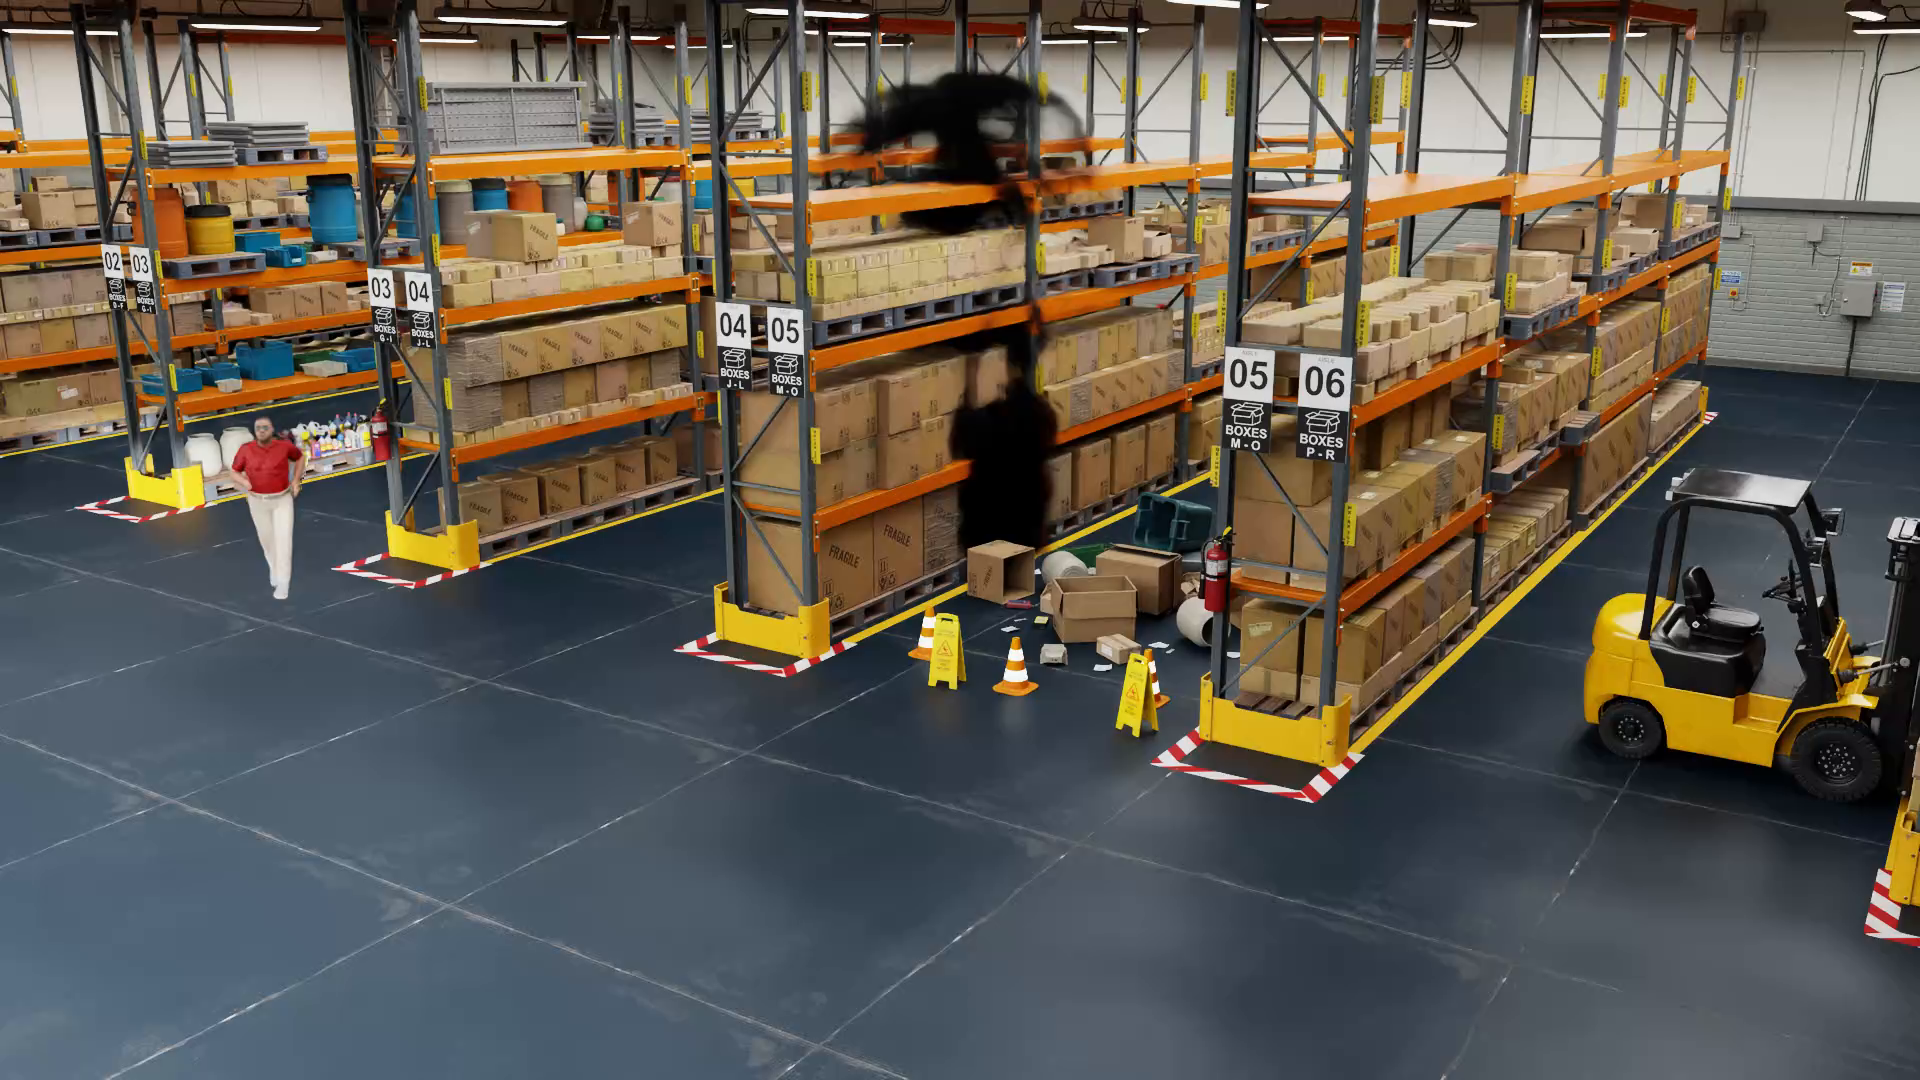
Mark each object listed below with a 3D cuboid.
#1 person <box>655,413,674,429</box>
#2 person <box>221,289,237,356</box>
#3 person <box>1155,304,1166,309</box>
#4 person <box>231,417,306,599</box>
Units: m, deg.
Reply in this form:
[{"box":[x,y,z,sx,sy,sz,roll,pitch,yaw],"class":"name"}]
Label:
[{"box":[-4.534,-2.506,24.955,0.651,1.740,0.602,5,16,18],"class":"person"},{"box":[-12.792,-3.602,29.162,0.538,1.605,0.877,6,17,19],"class":"person"},{"box":[3.149,-2.845,26.194,0.673,1.751,0.590,9,18,29],"class":"person"},{"box":[-6.753,-0.324,16.298,0.669,1.779,0.937,-4,16,-15],"class":"person"}]
